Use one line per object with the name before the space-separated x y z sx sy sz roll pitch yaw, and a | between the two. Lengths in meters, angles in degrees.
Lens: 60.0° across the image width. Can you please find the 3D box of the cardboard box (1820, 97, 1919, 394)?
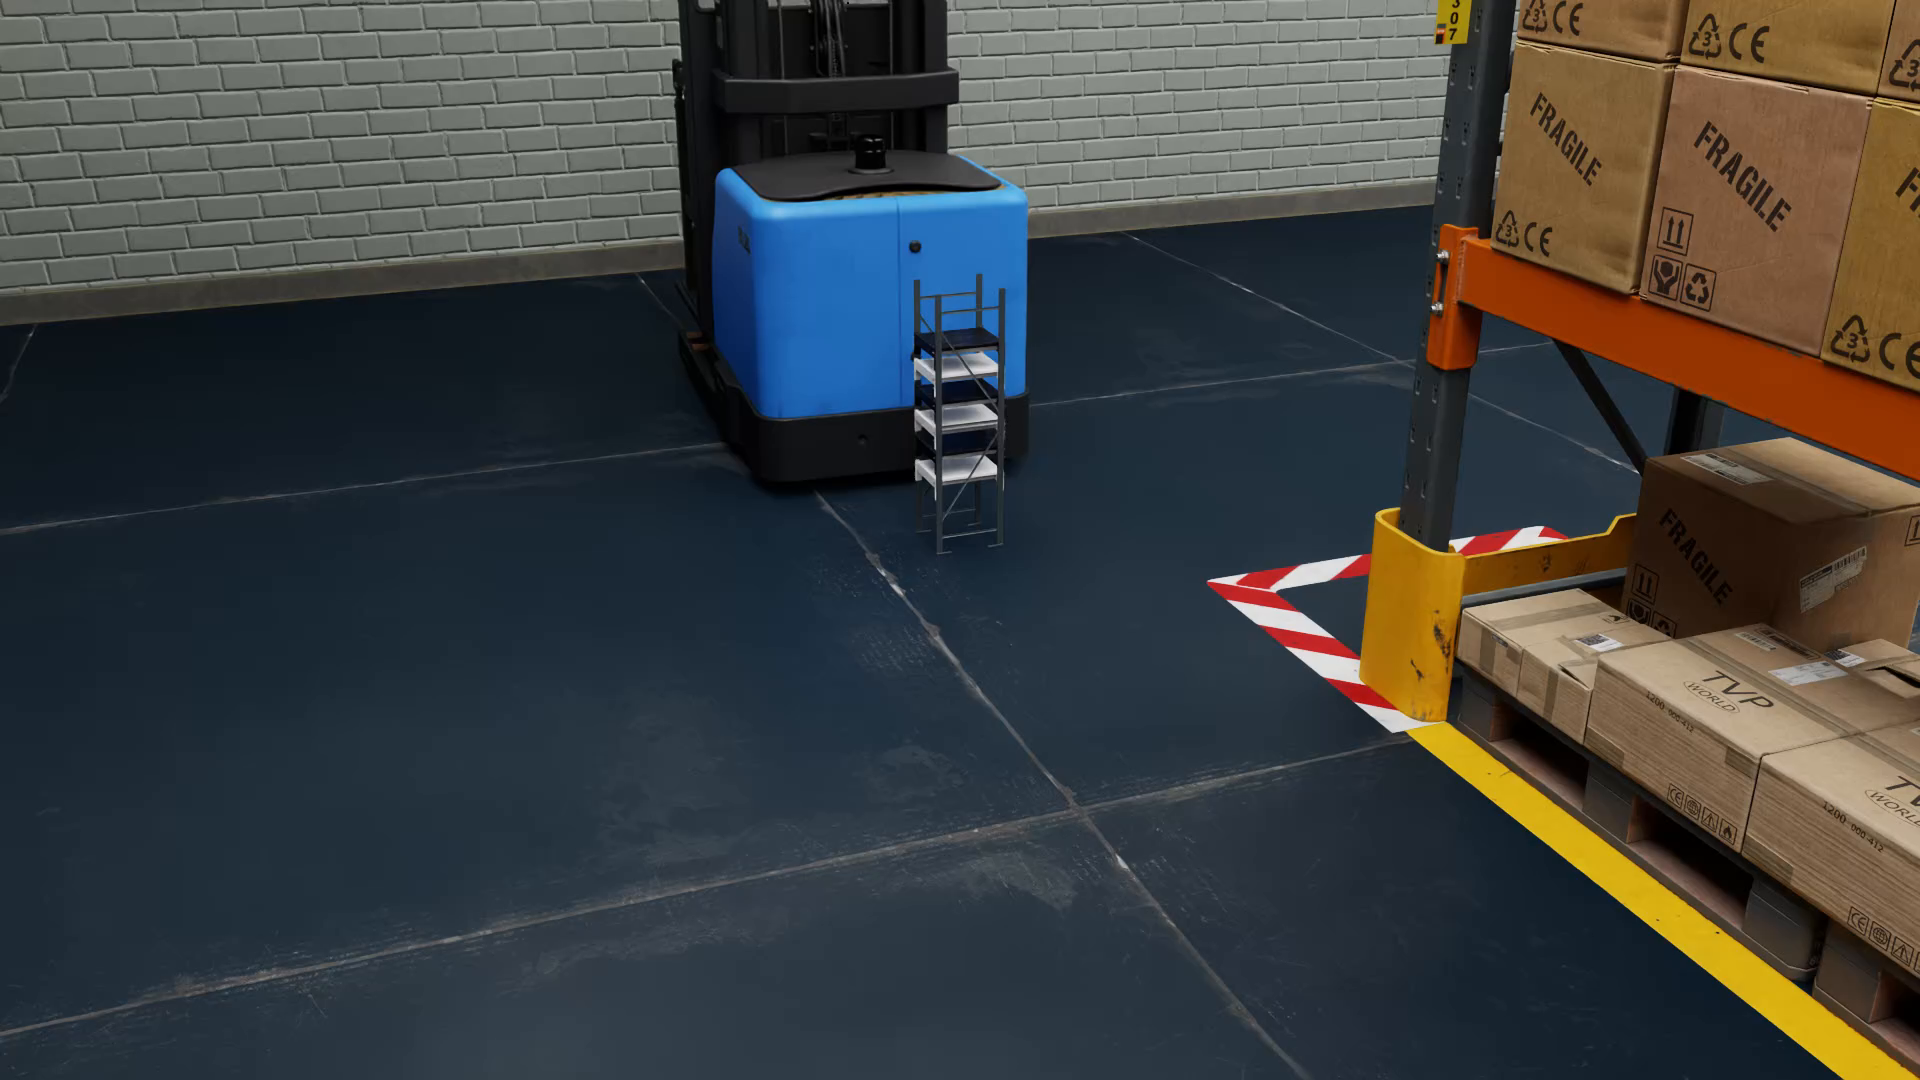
cardboard box | 1.987 -0.523 3.000 0.500 0.500 0.500 -8 24 -19

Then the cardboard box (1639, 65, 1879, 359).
cardboard box | 1.812 -0.706 3.434 0.500 0.500 0.500 -9 24 -20

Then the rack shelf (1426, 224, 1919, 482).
rack shelf | 2.421 0.014 2.780 1.077 0.370 4.000 -8 24 -19

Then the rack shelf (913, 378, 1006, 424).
rack shelf | -0.003 -0.470 5.560 0.258 0.077 0.200 -8 24 -19

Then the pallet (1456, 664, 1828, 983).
pallet | 2.024 0.558 4.154 1.003 0.211 1.213 -8 24 -19

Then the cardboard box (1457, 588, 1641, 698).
cardboard box | 1.541 0.266 4.360 0.380 0.149 0.250 -8 24 -19

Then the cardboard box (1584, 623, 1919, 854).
cardboard box | 1.818 0.439 3.821 0.500 0.250 0.500 -8 24 -19

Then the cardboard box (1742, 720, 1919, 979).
cardboard box | 1.995 0.620 3.390 0.500 0.250 0.500 -8 24 -19

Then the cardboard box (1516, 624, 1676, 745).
cardboard box | 1.630 0.349 4.141 0.380 0.166 0.250 -8 24 -19

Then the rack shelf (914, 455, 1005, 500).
rack shelf | -0.003 -0.221 5.665 0.258 0.077 0.200 -8 24 -19

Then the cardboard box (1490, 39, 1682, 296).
cardboard box | 1.625 -0.893 3.877 0.500 0.500 0.500 -8 24 -18

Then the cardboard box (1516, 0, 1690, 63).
cardboard box | 1.625 -1.353 3.683 0.500 0.500 0.500 -8 24 -17

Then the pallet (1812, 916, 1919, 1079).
pallet | 2.452 1.001 3.104 1.003 0.211 1.213 -8 24 -19

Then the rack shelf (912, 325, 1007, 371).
rack shelf | -0.003 -0.636 5.490 0.258 0.077 0.200 -8 24 -19

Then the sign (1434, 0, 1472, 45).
sign | 1.207 -1.368 4.020 0.100 0.325 0.005 -8 24 -19

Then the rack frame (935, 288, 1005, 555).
rack frame | 0.033 -0.381 5.495 0.240 0.900 0.006 -8 24 -19

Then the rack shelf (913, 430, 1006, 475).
rack shelf | -0.003 -0.304 5.630 0.258 0.077 0.200 -8 24 -19

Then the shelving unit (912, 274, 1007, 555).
shelving unit | -0.003 -0.418 5.582 0.258 0.900 0.210 -8 24 -19

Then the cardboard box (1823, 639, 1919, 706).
cardboard box | 2.196 0.382 4.063 0.380 0.166 0.250 -8 24 -19

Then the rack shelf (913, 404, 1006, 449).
rack shelf | -0.003 -0.387 5.595 0.258 0.077 0.200 -8 24 -19

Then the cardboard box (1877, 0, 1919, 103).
cardboard box | 1.989 -0.982 2.802 0.500 0.500 0.500 -8 24 -18

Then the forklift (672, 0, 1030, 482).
forklift | -0.659 -2.106 6.974 1.130 2.935 3.031 -7 24 -16

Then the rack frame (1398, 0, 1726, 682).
rack frame | 1.715 -1.044 4.365 1.000 3.000 0.127 -8 24 -19

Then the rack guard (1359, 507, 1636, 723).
rack guard | 1.742 0.136 4.785 1.175 0.500 0.348 -8 24 -19

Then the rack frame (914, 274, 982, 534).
rack frame | -0.039 -0.455 5.670 0.240 0.900 0.006 -8 24 -19

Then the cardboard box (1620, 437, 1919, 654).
cardboard box | 2.137 0.069 4.376 0.500 0.500 0.500 -8 24 -19

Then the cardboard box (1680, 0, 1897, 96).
cardboard box | 1.817 -1.164 3.235 0.500 0.500 0.500 -8 24 -18

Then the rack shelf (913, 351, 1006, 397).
rack shelf | -0.003 -0.553 5.525 0.258 0.077 0.200 -8 24 -19
